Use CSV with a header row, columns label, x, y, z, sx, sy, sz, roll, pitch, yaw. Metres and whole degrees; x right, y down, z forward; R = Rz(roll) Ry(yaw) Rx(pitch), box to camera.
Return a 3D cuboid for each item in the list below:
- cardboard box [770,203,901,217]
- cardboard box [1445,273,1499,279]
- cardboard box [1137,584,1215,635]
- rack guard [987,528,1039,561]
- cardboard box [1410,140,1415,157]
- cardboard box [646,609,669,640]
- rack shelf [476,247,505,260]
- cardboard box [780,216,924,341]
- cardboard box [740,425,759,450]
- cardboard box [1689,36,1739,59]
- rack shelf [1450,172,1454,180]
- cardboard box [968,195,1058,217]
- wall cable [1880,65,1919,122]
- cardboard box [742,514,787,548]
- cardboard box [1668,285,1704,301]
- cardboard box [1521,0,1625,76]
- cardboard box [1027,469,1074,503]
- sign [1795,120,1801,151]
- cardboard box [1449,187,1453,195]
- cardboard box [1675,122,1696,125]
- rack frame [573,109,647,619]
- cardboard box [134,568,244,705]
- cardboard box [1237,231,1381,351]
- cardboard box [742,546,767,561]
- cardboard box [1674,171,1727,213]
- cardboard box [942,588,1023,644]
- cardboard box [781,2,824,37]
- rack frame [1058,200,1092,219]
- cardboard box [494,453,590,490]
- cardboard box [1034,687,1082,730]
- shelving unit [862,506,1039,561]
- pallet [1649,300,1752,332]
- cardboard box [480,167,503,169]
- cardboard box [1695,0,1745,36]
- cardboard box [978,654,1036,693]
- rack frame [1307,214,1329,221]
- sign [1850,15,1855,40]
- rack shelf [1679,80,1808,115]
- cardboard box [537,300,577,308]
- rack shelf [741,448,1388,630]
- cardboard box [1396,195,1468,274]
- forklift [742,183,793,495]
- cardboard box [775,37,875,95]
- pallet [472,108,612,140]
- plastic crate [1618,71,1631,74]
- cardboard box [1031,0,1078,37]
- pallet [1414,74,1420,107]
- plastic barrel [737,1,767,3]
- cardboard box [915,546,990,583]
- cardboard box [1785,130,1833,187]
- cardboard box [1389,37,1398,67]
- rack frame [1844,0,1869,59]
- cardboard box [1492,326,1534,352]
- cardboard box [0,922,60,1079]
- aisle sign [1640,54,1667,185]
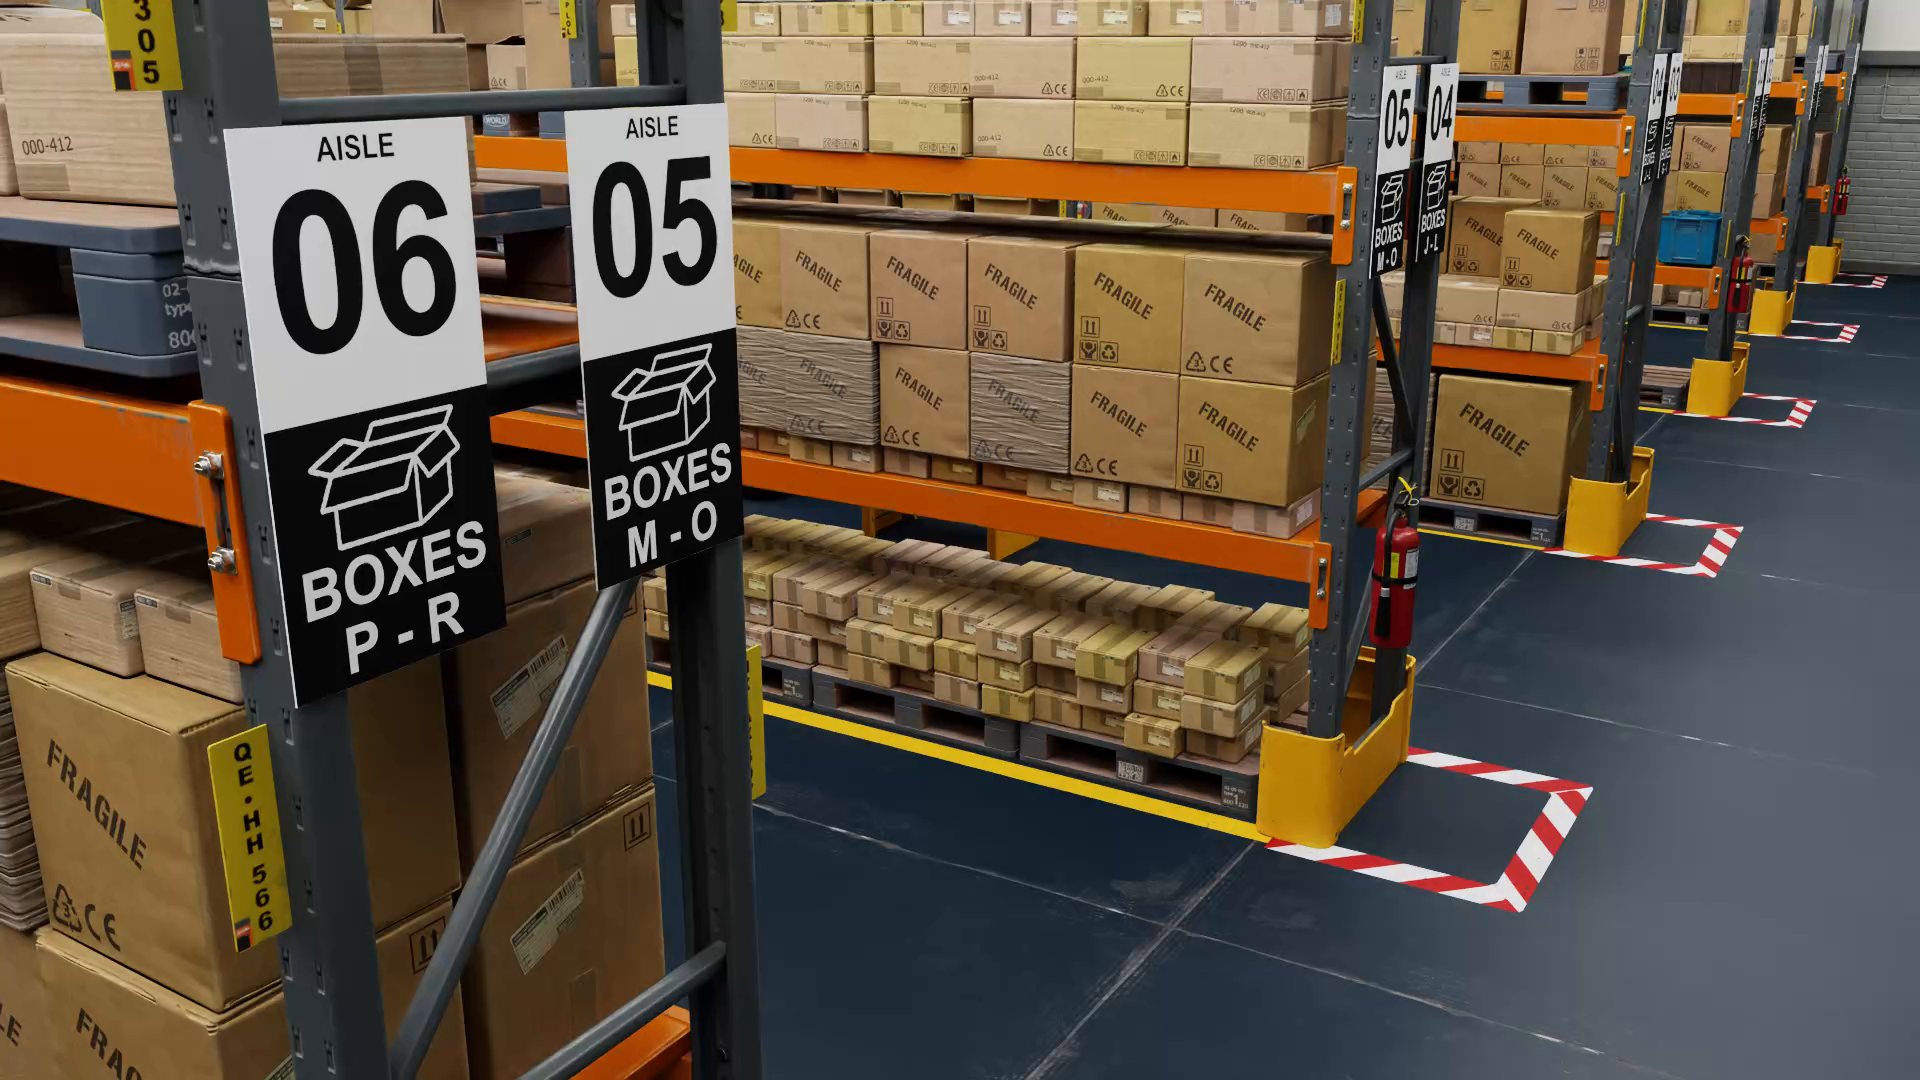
label,x,y,z,sx,sy,sz,roll,pitch,yaw
cardboard box,-0.643,-1.470,8.657,0.500,0.500,0.500,9,19,28
cardboard box,3.748,-1.776,11.814,0.500,0.250,0.500,10,19,29
cardboard box,1.066,0.357,8.203,0.250,0.149,0.380,10,20,30
rack guard,0.359,-0.055,11.134,0.087,0.250,0.587,10,20,30
cardboard box,5.954,-4.926,21.542,0.500,0.500,0.700,4,17,12
cardboard box,-1.486,0.414,9.039,0.250,0.149,0.380,9,19,28
rack shelf,-4.060,-2.665,16.232,4.000,0.370,1.077,10,20,30
cardboard box,-0.509,-1.264,7.977,0.500,0.500,0.500,10,20,31
cardboard box,-1.045,-0.591,8.598,0.250,0.149,0.380,9,19,28
cardboard box,8.652,-5.635,19.008,0.500,0.250,0.500,10,20,30
rack shelf,7.126,-5.737,26.345,4.000,0.370,1.077,10,20,30
cardboard box,0.505,-2.720,13.276,0.637,0.503,0.797,10,19,29
wall cable,13.825,-5.694,23.218,1.851,1.984,0.084,10,20,30
cardboard box,-1.189,-0.016,9.430,0.250,0.149,0.380,11,20,32
cardboard box,8.908,-3.065,20.285,0.500,0.250,0.500,10,20,30
cardboard box,3.991,-3.286,10.811,0.500,0.500,0.700,9,19,27
cardboard box,0.502,-0.297,7.629,0.250,0.149,0.380,9,19,28
sign,9.342,-4.512,18.538,0.005,0.325,0.100,10,20,30
cardboard box,7.449,-5.151,26.152,0.750,0.750,0.750,11,20,32
cardboard box,8.536,-4.755,19.983,0.500,0.500,0.500,10,20,31
rack frame,-1.629,-0.884,9.130,0.127,3.000,1.000,10,20,30
cardboard box,-1.135,0.124,2.802,0.250,0.149,0.380,10,20,31
cardboard box,1.536,-1.078,7.365,0.500,0.500,0.500,10,20,30
cardboard box,-1.240,0.155,8.869,0.250,0.149,0.380,11,20,33
cardboard box,8.681,-4.068,19.440,0.500,0.500,0.500,10,20,31
cardboard box,0.113,0.375,8.143,0.250,0.149,0.380,9,19,28
cardboard box,-0.621,-2.414,7.719,0.250,0.149,0.380,9,19,28
rack frame,1.053,-2.097,13.123,0.127,3.000,1.000,10,20,30
cardboard box,-2.396,-0.298,9.490,0.500,0.250,0.500,10,19,29
cardboard box,0.553,0.750,7.935,0.250,0.149,0.380,10,20,31
shelving unit,-0.065,-0.729,11.201,1.083,1.500,0.587,10,20,30
pallet,8.905,-2.739,20.037,1.213,0.211,1.003,10,20,30
cardboard box,-5.160,-3.646,16.469,1.000,1.000,1.000,10,20,30
cardboard box,8.821,-6.074,19.163,0.500,0.500,0.700,10,20,30
cardboard box,0.289,0.582,7.976,0.250,0.149,0.380,10,20,31
rack frame,3.644,-3.323,17.159,0.053,2.616,0.949,10,20,30
sign,11.943,-6.857,22.247,0.005,0.325,0.100,10,20,30
rack shelf,7.945,-5.336,19.865,4.000,0.370,1.077,10,20,30
cardboard box,-2.073,-1.262,9.060,0.250,0.149,0.380,11,20,33
rack shelf,0.076,-0.235,8.233,4.000,0.370,1.077,10,20,30
cardboard box,3.323,-2.211,11.955,0.500,0.500,0.500,10,19,29
forklift,-2.060,-2.097,13.243,1.130,2.935,3.031,-14,22,-39
cardboard box,-0.501,-2.197,7.689,0.500,0.250,0.500,11,20,31
pallet,-2.099,-2.349,9.117,1.003,0.211,1.213,10,20,30
plastic crate,6.064,-4.128,15.014,0.336,0.188,0.450,10,20,30
cardboard box,0.499,-2.214,7.060,0.250,0.149,0.380,10,19,29
pallet,2.780,-3.177,11.670,1.213,0.211,1.003,10,20,30
plastic barrel,-2.625,-6.192,20.581,0.708,0.901,0.600,10,20,30
cardboard box,-0.039,0.165,8.837,0.250,0.149,0.380,9,19,28
cardboard box,11.799,-5.387,23.439,0.700,0.700,0.980,11,20,33
cardboard box,1.533,-2.011,7.076,0.500,0.250,0.500,10,20,31
rack frame,12.239,-8.039,22.364,0.127,3.000,1.000,10,20,30
cardboard box,3.764,-1.380,11.195,0.250,0.149,0.380,10,20,31
cardboard box,-1.694,0.830,3.315,0.500,0.500,0.500,10,19,29
aisle sign,4.366,-2.647,10.461,0.004,0.787,0.394,10,20,30
